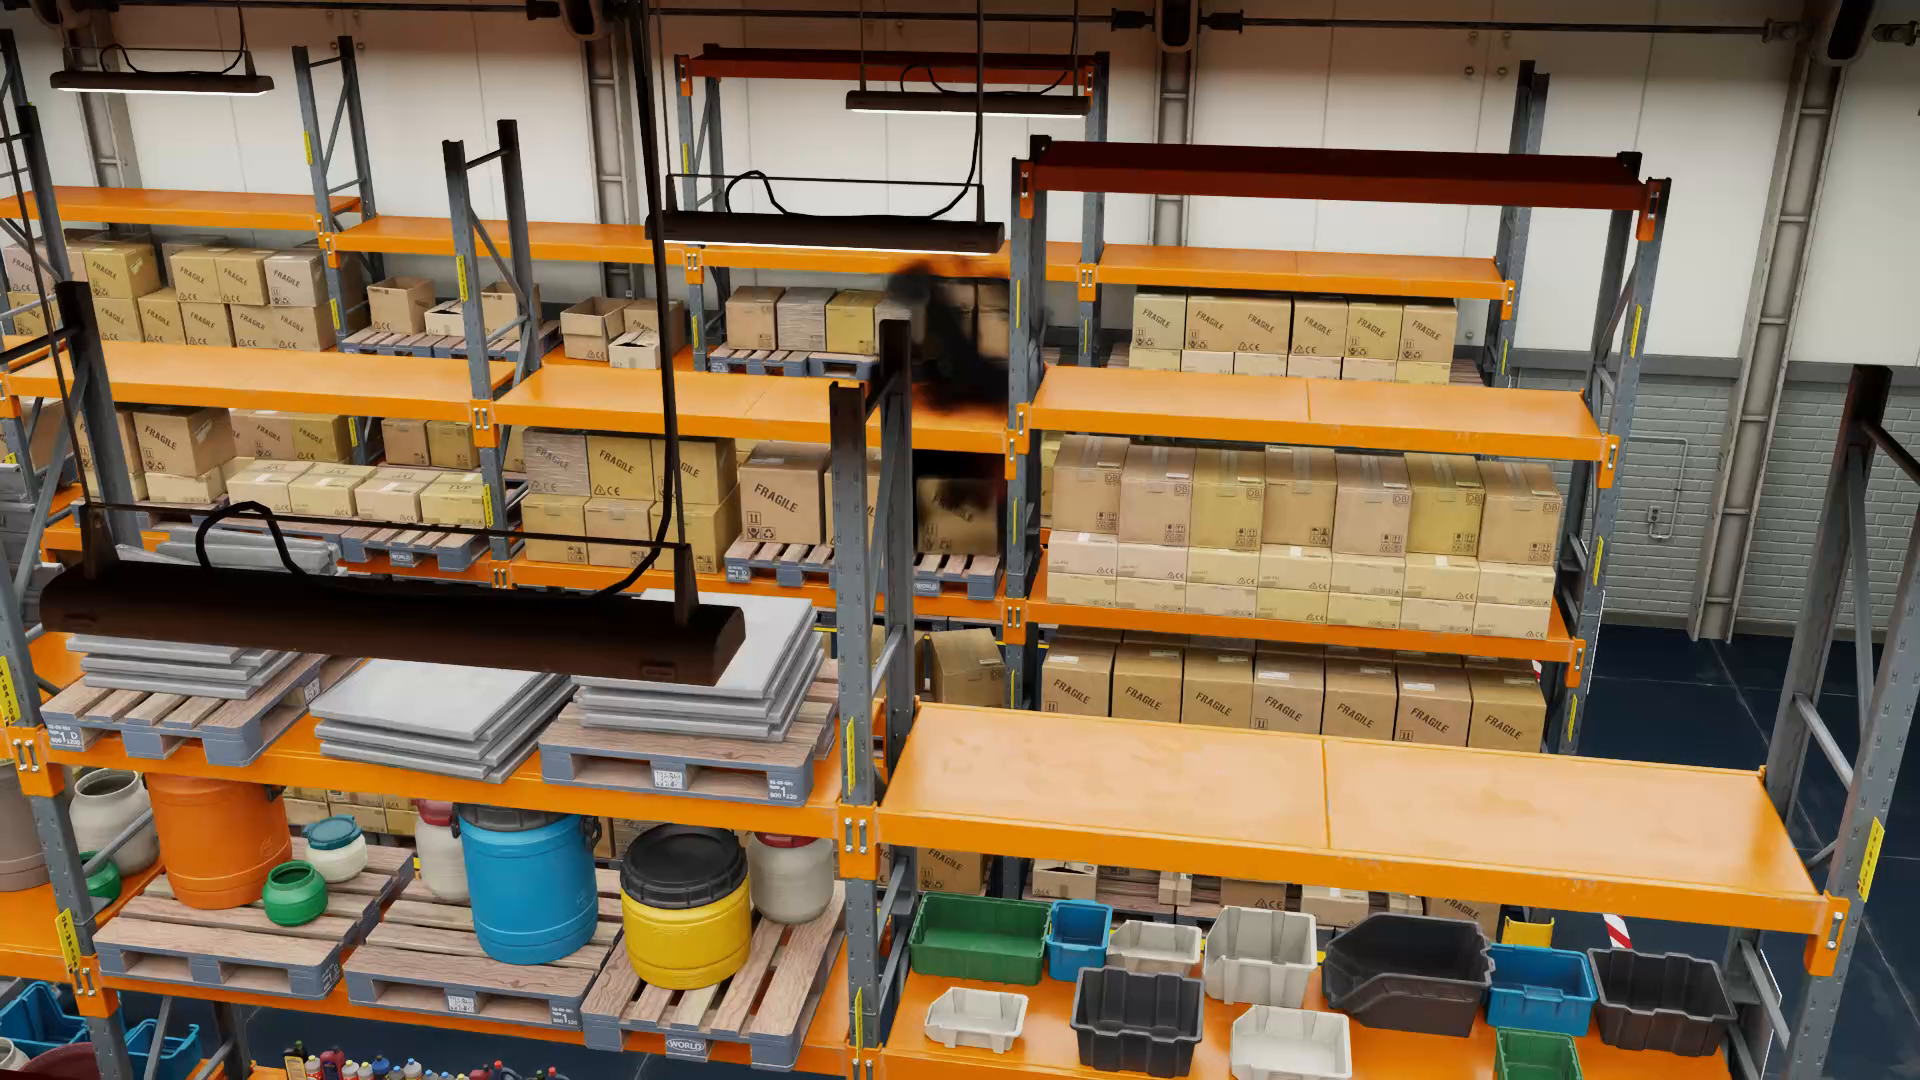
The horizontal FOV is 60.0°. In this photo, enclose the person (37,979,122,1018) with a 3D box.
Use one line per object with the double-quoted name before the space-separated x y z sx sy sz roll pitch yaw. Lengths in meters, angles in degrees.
"person" -6.491 2.642 11.820 0.857 1.826 0.672 1 23 3
